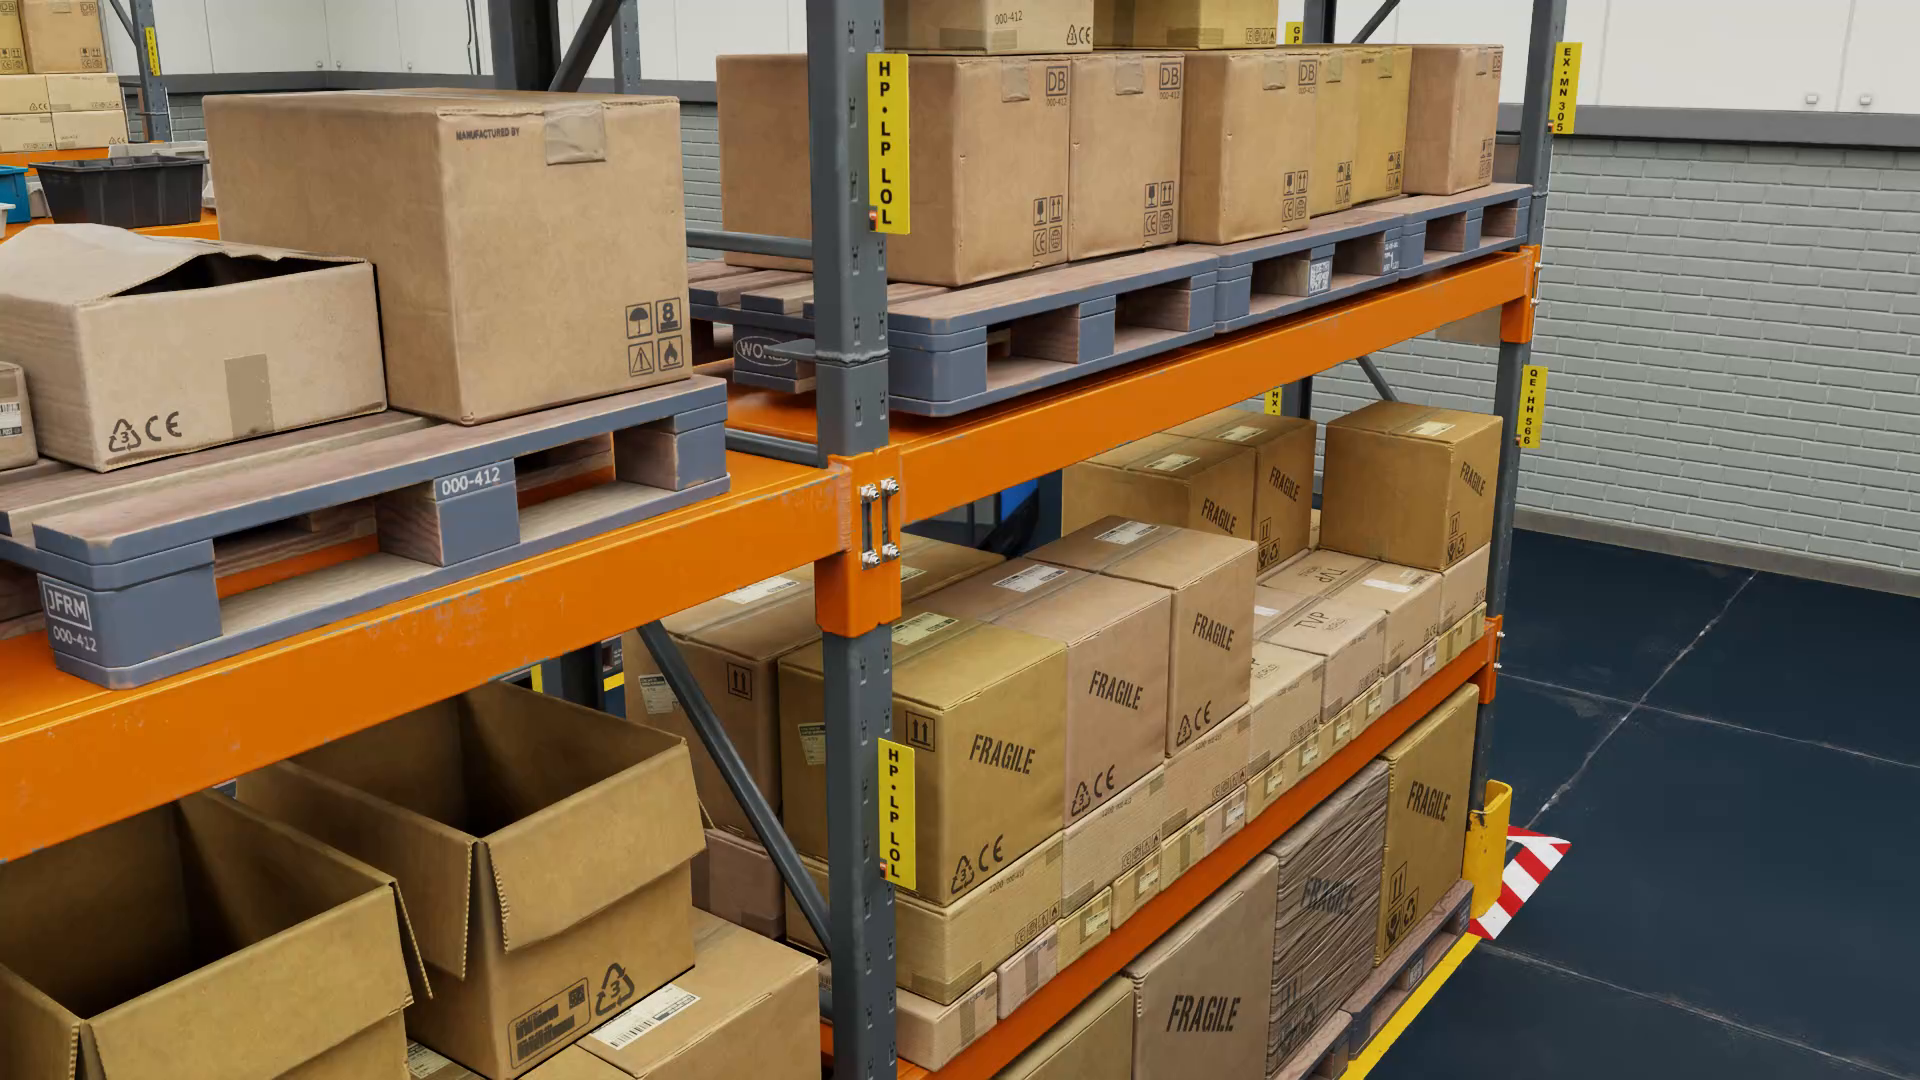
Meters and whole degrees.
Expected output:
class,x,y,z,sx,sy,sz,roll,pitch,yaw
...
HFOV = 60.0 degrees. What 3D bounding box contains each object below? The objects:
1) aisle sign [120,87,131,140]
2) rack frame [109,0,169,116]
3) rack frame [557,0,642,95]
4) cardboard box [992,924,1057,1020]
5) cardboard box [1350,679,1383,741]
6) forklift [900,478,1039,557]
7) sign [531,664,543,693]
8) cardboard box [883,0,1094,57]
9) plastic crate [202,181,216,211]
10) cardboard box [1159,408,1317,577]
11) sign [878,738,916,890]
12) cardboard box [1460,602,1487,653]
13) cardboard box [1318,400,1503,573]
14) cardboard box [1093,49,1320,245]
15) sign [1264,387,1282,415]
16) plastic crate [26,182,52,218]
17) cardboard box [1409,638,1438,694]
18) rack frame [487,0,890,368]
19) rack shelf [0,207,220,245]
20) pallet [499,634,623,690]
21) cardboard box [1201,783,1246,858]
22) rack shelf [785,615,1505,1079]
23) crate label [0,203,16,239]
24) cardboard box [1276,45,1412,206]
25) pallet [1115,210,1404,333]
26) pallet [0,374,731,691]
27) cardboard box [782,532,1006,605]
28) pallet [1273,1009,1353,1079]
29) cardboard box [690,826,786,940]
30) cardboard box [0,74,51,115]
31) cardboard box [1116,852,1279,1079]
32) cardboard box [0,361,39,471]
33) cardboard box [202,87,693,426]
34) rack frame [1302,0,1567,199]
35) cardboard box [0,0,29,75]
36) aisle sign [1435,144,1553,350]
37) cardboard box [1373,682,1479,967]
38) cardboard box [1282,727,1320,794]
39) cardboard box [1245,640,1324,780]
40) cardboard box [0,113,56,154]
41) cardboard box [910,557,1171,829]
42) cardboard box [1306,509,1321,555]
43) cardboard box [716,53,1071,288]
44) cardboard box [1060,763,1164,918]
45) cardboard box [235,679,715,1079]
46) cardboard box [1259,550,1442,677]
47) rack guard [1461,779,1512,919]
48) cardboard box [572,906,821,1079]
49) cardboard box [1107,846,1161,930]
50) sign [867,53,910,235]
class,x,y,z,sx,sy,sz,roll,pitch,yaw
aisle sign,-6.343,-3.014,12.508,0.394,0.787,0.004,12,21,35
rack frame,-6.148,-4.569,11.785,1.000,3.000,0.127,12,21,35
rack frame,-2.172,-3.693,8.963,1.000,3.000,0.127,12,21,35
cardboard box,0.023,1.045,4.243,0.380,0.149,0.250,12,21,33
cardboard box,1.251,0.553,5.827,0.380,0.149,0.250,12,21,33
forklift,-0.325,-1.146,10.992,1.130,2.935,3.031,5,18,16
sign,-1.024,0.451,4.141,0.100,0.325,0.005,12,21,35
cardboard box,-0.012,-1.310,4.036,0.500,0.250,0.500,11,20,31
plastic crate,-3.204,-1.599,7.721,0.437,0.136,0.530,12,21,35
cardboard box,1.005,-0.196,6.304,0.500,0.500,0.500,12,21,33
sign,-0.136,0.578,3.505,0.100,0.325,0.005,12,21,35
cardboard box,1.858,0.310,6.611,0.380,0.149,0.250,13,21,36
cardboard box,1.727,-0.219,6.378,0.500,0.500,0.500,13,21,35
cardboard box,0.590,-1.153,4.794,0.700,0.500,0.500,14,22,37
sign,1.364,-0.504,7.215,0.100,0.325,0.005,12,21,35
plastic crate,-4.103,-1.552,7.571,0.293,0.136,0.466,12,21,35
cardboard box,1.554,0.432,6.218,0.380,0.149,0.250,12,21,35
rack frame,-0.577,-1.865,3.077,1.000,3.000,0.127,12,21,35
rack shelf,-3.363,-1.441,7.981,1.077,0.370,4.000,12,21,35
pallet,-2.694,0.693,9.656,1.003,0.211,1.213,12,21,35
cardboard box,0.638,0.799,5.036,0.380,0.149,0.250,13,21,35
rack shelf,0.614,0.867,5.607,1.077,0.370,4.000,12,21,35
crate label,-4.031,-1.248,6.590,0.293,0.136,0.466,12,21,35
cardboard box,1.107,-1.436,5.706,0.700,0.500,0.500,12,21,33
pallet,0.646,-0.873,5.088,1.003,0.211,1.213,12,21,35
pallet,-1.084,-0.114,2.819,0.805,0.209,1.217,11,21,33
cardboard box,-0.216,0.296,4.720,0.500,0.500,0.500,13,21,35
pallet,0.665,1.872,5.859,1.003,0.211,1.213,12,21,35
cardboard box,-0.525,0.778,4.433,0.500,0.250,0.500,12,21,34
cardboard box,-6.547,-3.017,11.255,0.500,0.250,0.500,12,21,35
cardboard box,0.416,1.456,5.370,0.875,0.875,0.875,12,21,35
cardboard box,-1.585,-0.185,2.440,0.380,0.149,0.250,11,21,32
cardboard box,-0.915,-0.541,2.994,0.700,0.500,0.500,13,22,36
rack frame,1.806,-2.818,6.145,1.000,3.000,0.127,12,21,35
cardboard box,-6.806,-3.433,11.328,0.700,0.500,0.500,12,21,35
aisle sign,2.090,-1.159,6.534,0.394,0.787,0.004,12,21,35
cardboard box,1.489,1.028,6.751,0.875,0.875,0.875,12,21,35
cardboard box,0.947,0.674,5.439,0.380,0.149,0.250,13,21,36
cardboard box,0.818,0.506,5.309,0.500,0.250,0.500,12,21,35
cardboard box,-6.549,-2.779,11.331,0.500,0.250,0.500,12,21,35
cardboard box,0.213,0.386,4.429,0.500,0.500,0.500,12,21,35
cardboard box,1.303,0.043,6.798,0.500,0.250,0.500,12,21,33
cardboard box,-0.159,-0.926,4.064,0.700,0.500,0.500,11,20,31
cardboard box,0.213,0.746,4.535,0.500,0.250,0.500,12,21,34
cardboard box,-0.951,0.626,3.309,0.797,0.503,0.637,12,21,33
cardboard box,1.428,0.260,6.101,0.500,0.250,0.500,12,21,34
rack guard,1.820,1.235,7.424,1.175,0.500,0.348,12,21,35
cardboard box,-0.637,1.112,3.438,0.500,0.500,0.500,12,21,35
cardboard box,0.334,0.920,4.648,0.380,0.149,0.250,12,21,33
sign,-0.136,-0.736,3.097,0.100,0.325,0.005,12,21,35
